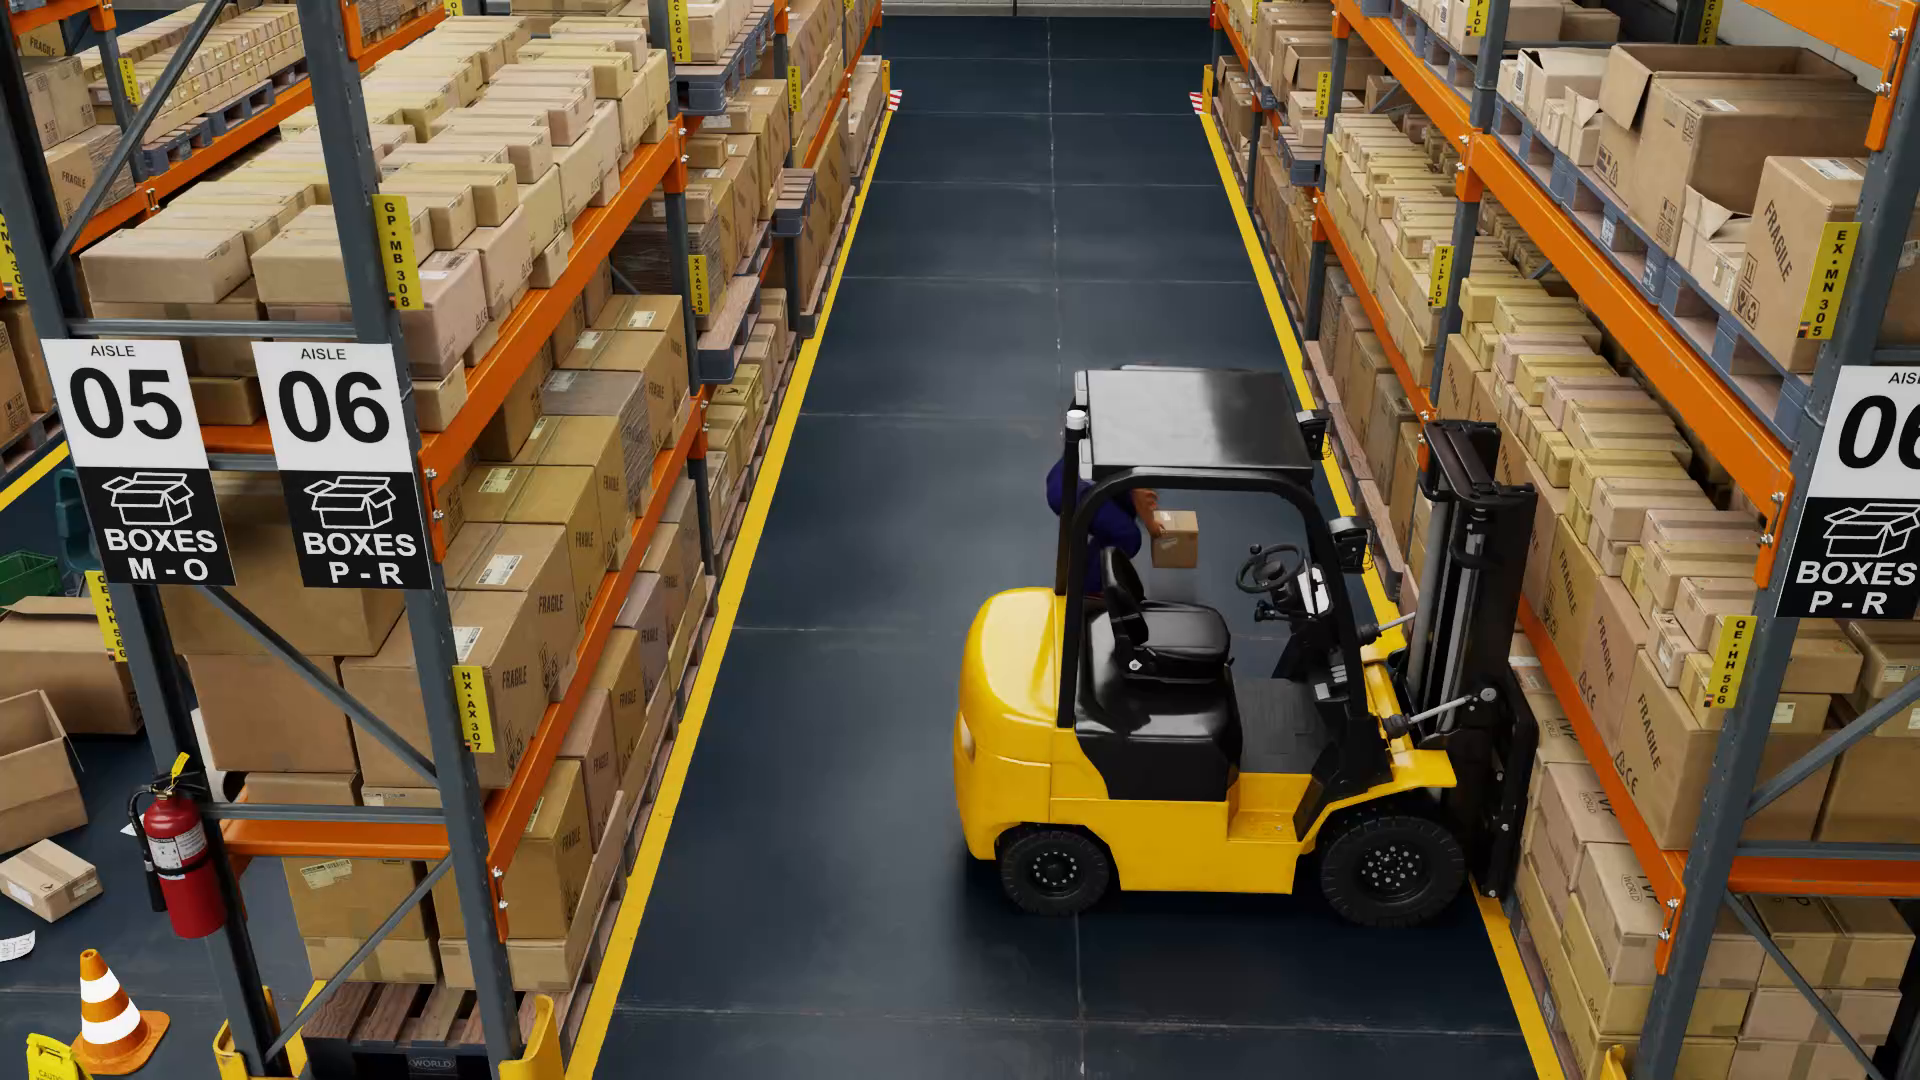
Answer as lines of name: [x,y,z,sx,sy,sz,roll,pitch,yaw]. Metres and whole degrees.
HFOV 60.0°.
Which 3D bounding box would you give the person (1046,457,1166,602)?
person: [0.858,-0.272,9.614,0.726,1.214,0.536,1,28,2]
